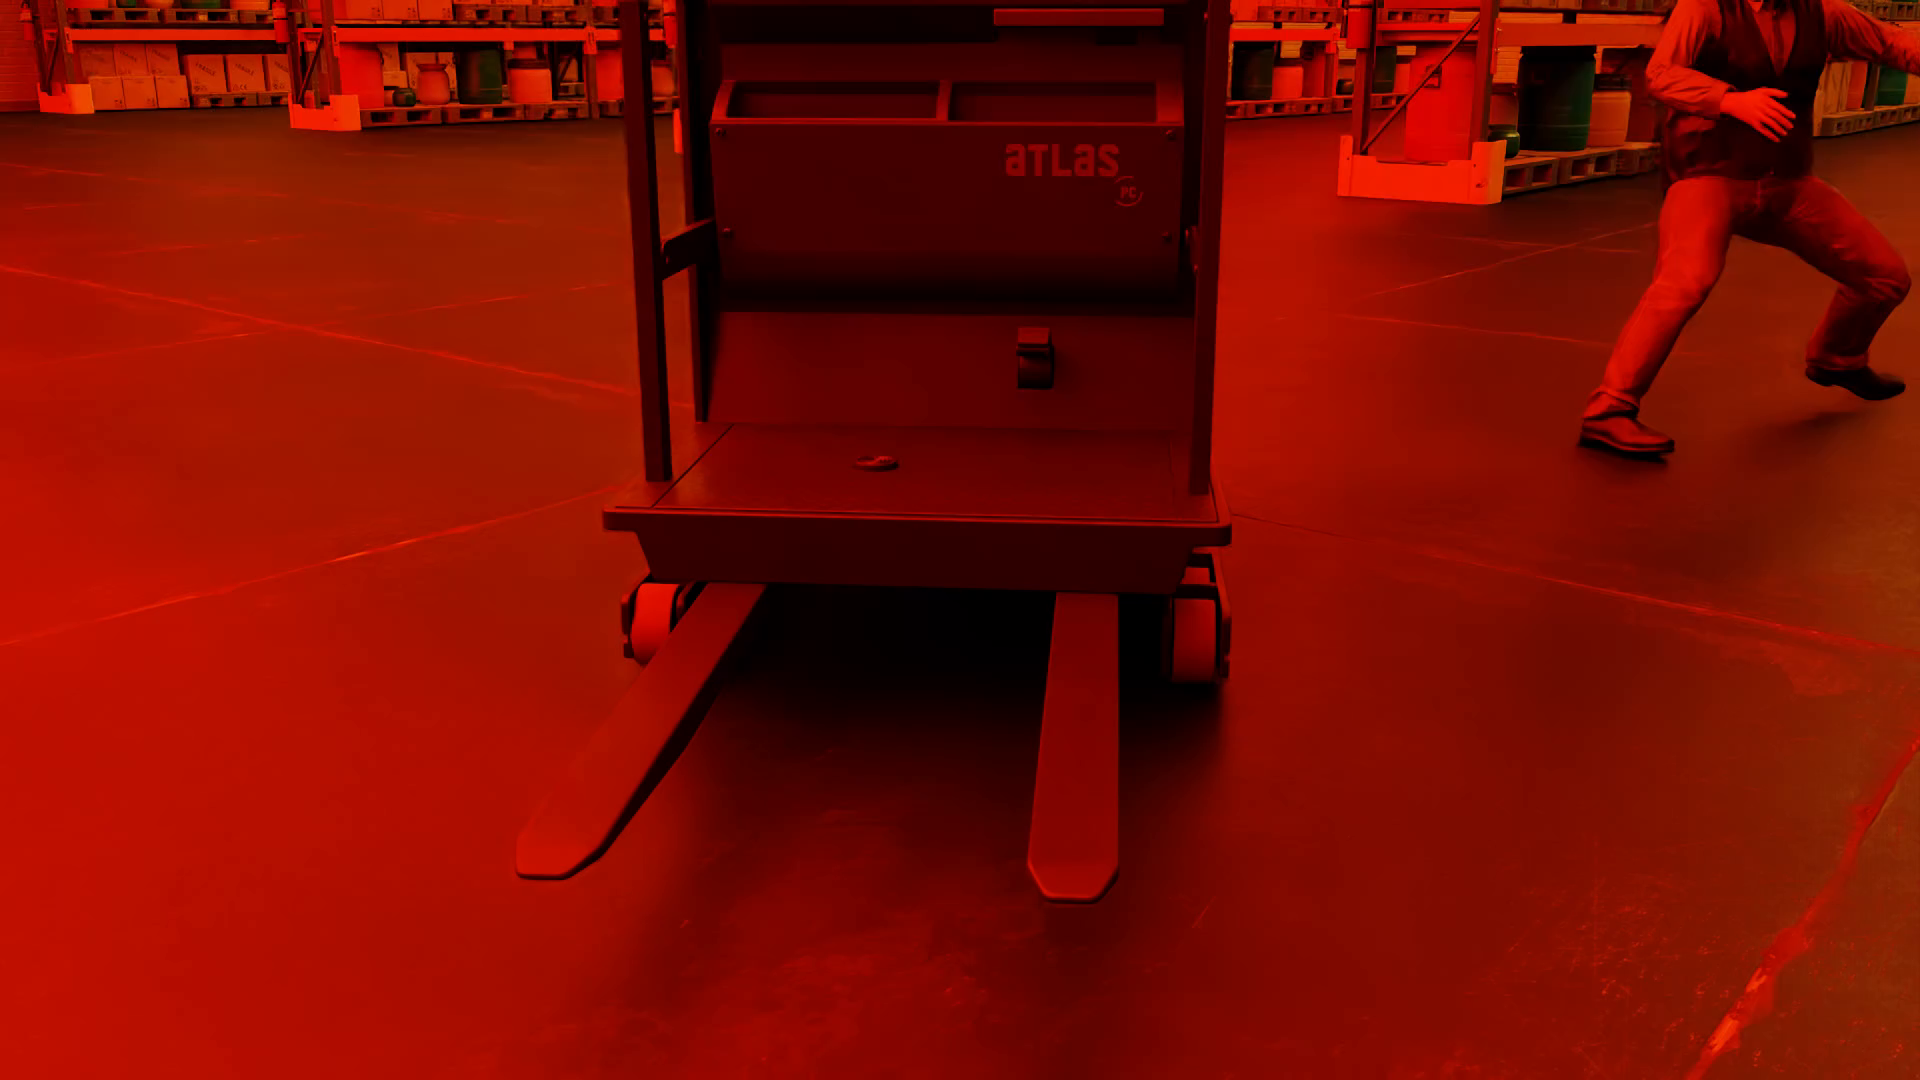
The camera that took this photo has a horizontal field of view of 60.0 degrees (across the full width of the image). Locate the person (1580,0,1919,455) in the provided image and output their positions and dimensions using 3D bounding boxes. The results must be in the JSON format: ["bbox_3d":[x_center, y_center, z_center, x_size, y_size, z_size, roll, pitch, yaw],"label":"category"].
[{"bbox_3d":[2.434,-1.069,4.864,1.298,1.506,0.735,-3,17,-9],"label":"person"}]

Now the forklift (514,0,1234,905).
[{"bbox_3d":[-0.041,-1.235,2.964,1.130,2.935,3.031,2,17,5],"label":"forklift"}]
